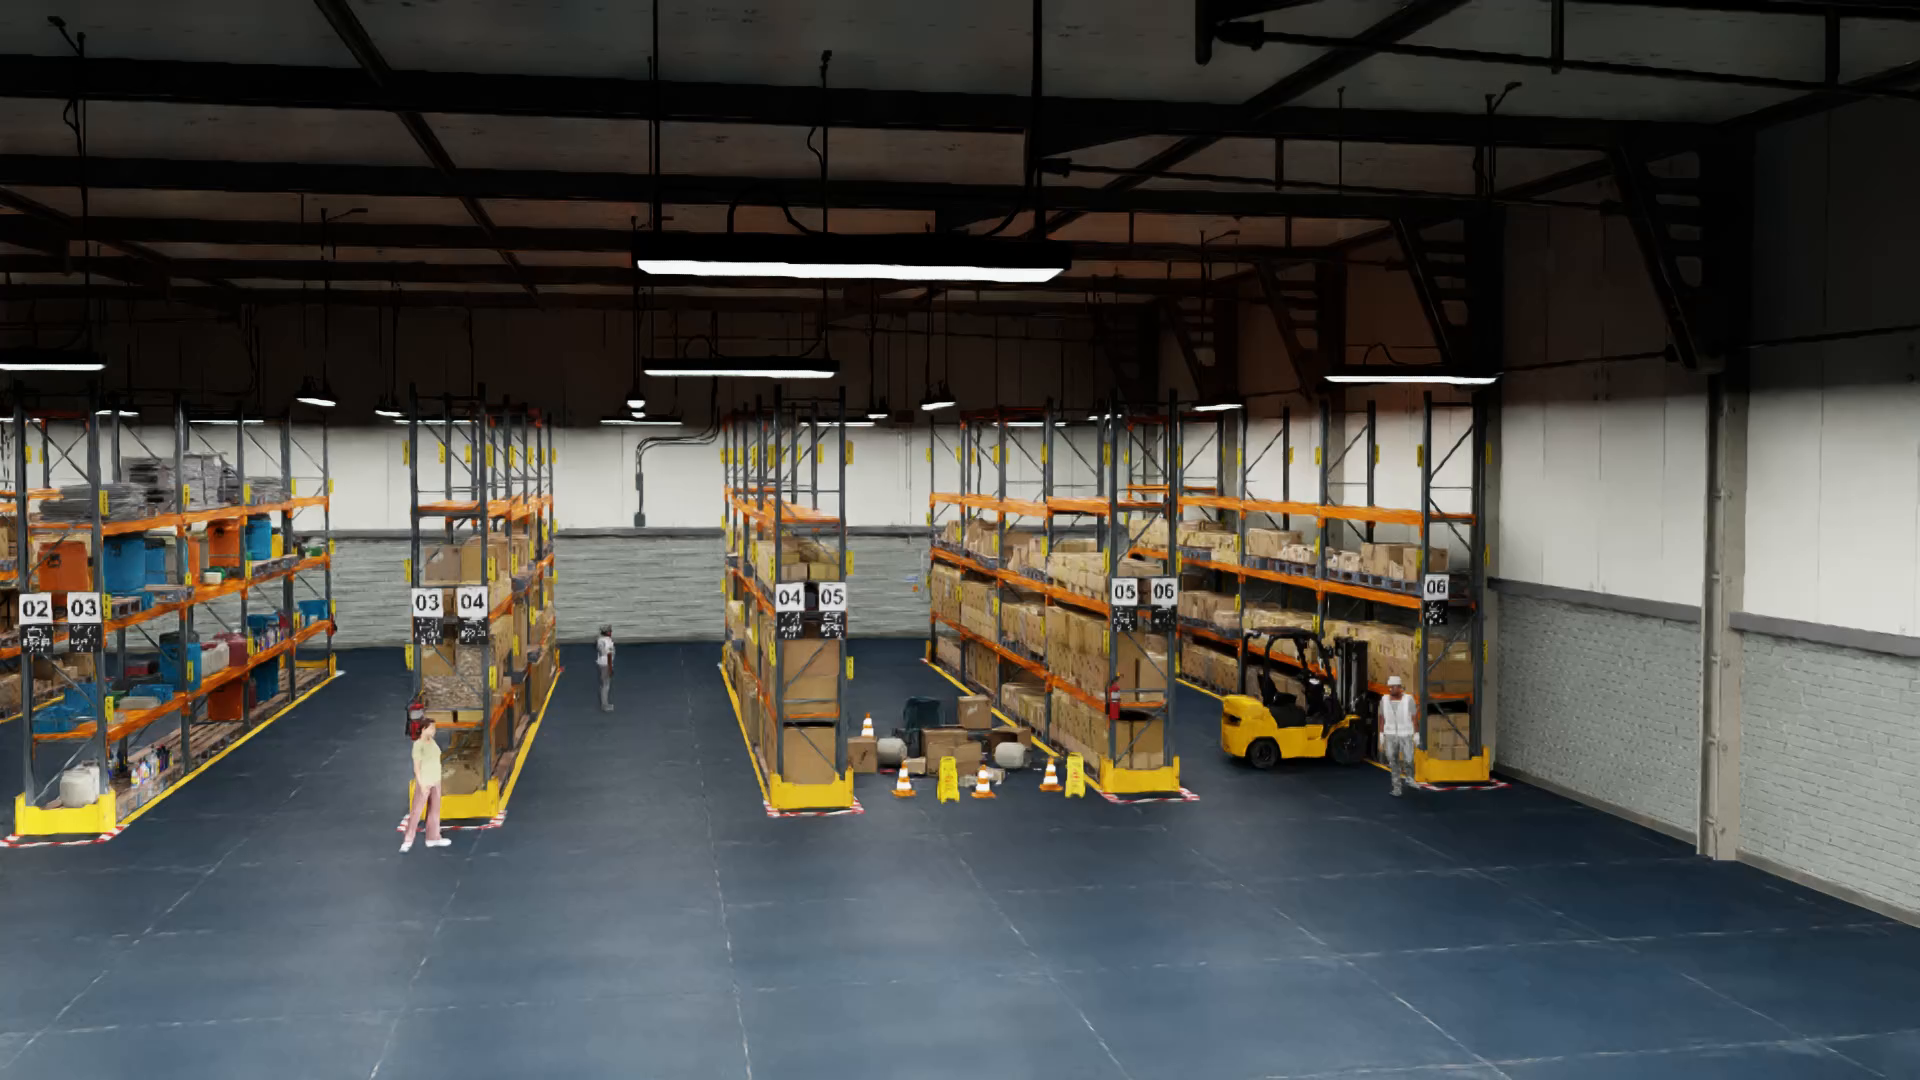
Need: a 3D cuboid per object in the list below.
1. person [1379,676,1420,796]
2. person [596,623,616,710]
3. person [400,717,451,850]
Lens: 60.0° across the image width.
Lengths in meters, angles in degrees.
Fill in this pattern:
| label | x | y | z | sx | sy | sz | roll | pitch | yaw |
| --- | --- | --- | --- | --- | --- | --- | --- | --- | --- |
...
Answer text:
| label | x | y | z | sx | sy | sz | roll | pitch | yaw |
| --- | --- | --- | --- | --- | --- | --- | --- | --- | --- |
| person | 6.487 | 2.874 | 24.539 | 0.600 | 1.778 | 0.574 | 1 | 3 | 26 |
| person | -6.964 | 2.487 | 32.746 | 0.375 | 1.683 | 0.570 | -2 | 3 | -33 |
| person | -6.853 | 3.221 | 21.162 | 0.419 | 1.416 | 0.639 | 1 | 3 | 20 |
